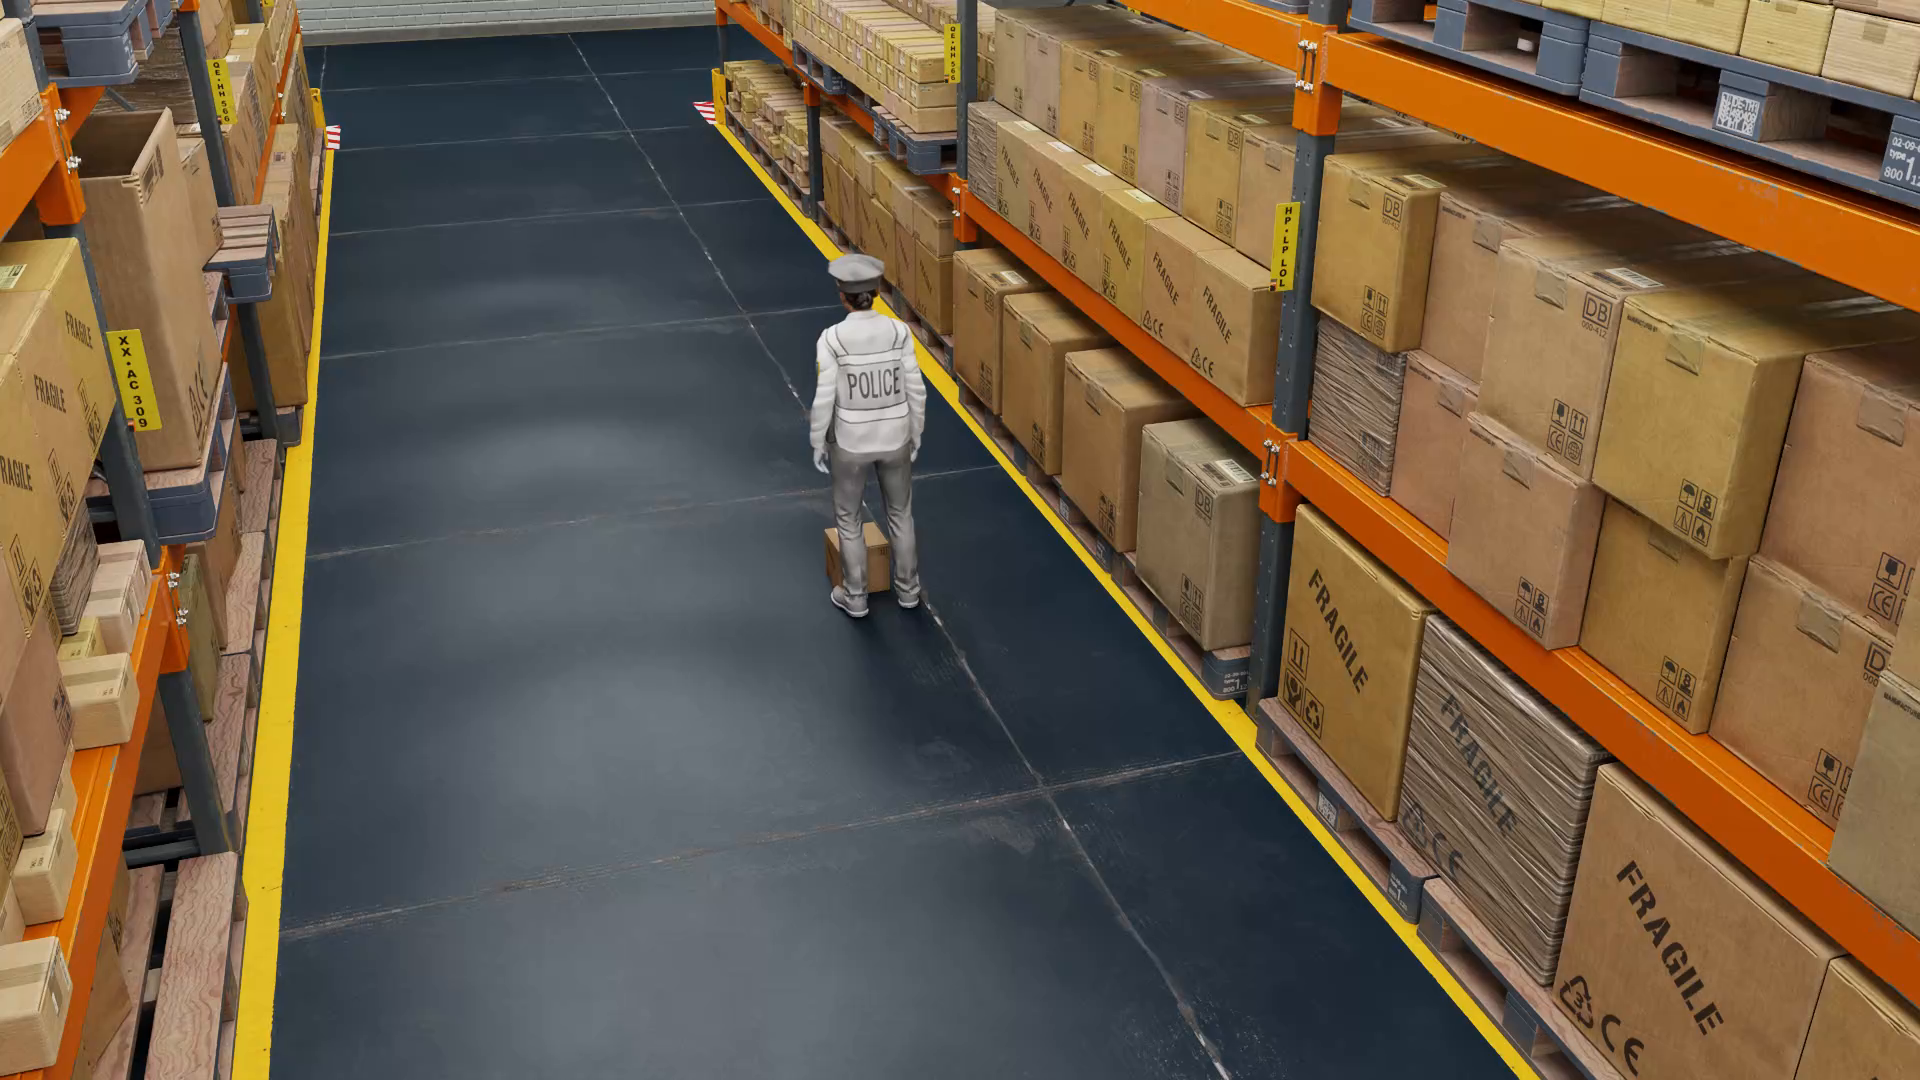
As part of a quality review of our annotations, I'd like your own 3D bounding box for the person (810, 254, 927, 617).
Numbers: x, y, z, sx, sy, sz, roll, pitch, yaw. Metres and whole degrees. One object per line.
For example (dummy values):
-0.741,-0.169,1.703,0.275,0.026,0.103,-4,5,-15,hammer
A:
-0.412,-0.439,7.492,0.528,1.664,0.373,-8,28,-16,person
